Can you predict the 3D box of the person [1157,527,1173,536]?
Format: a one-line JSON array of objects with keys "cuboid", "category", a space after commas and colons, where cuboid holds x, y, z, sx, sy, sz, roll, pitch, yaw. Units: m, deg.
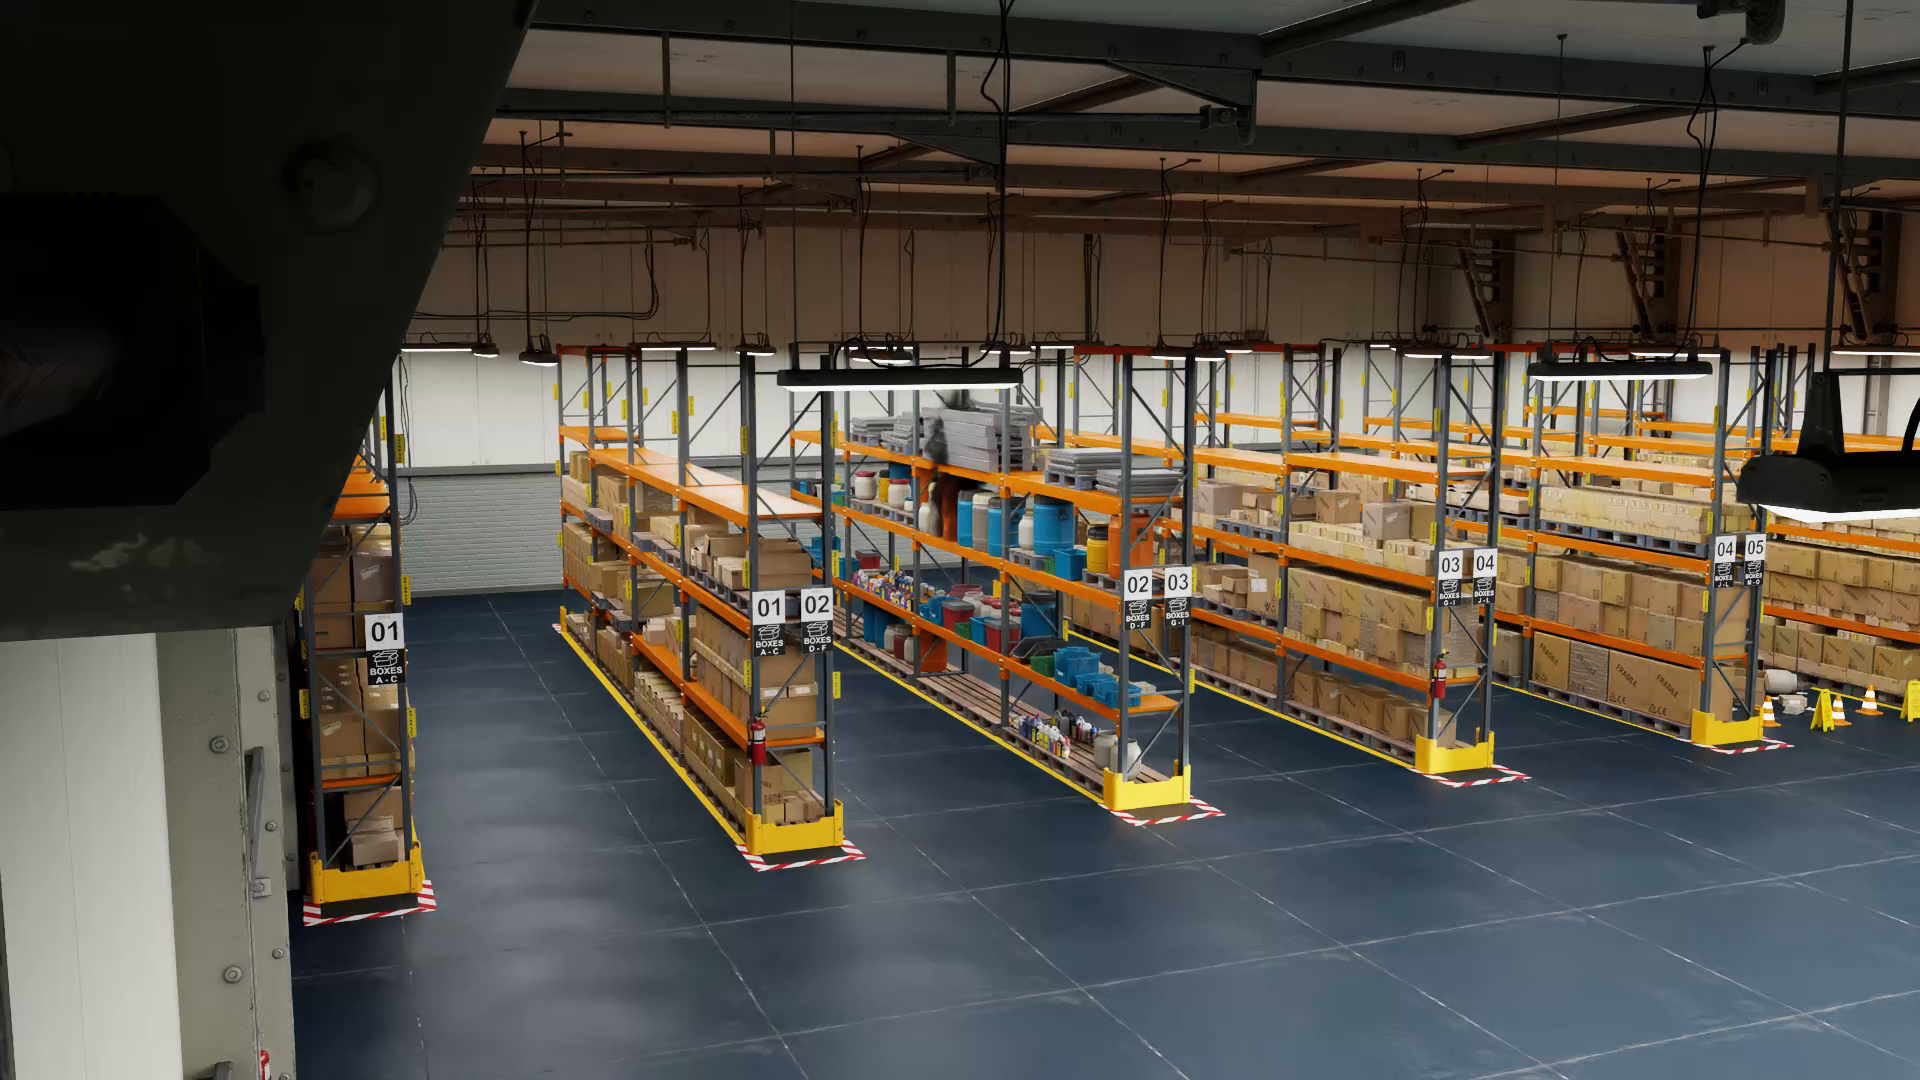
[{"cuboid": [5.080, 0.239, 41.563, 0.543, 1.682, 0.667, 5, 9, 35], "category": "person"}]
